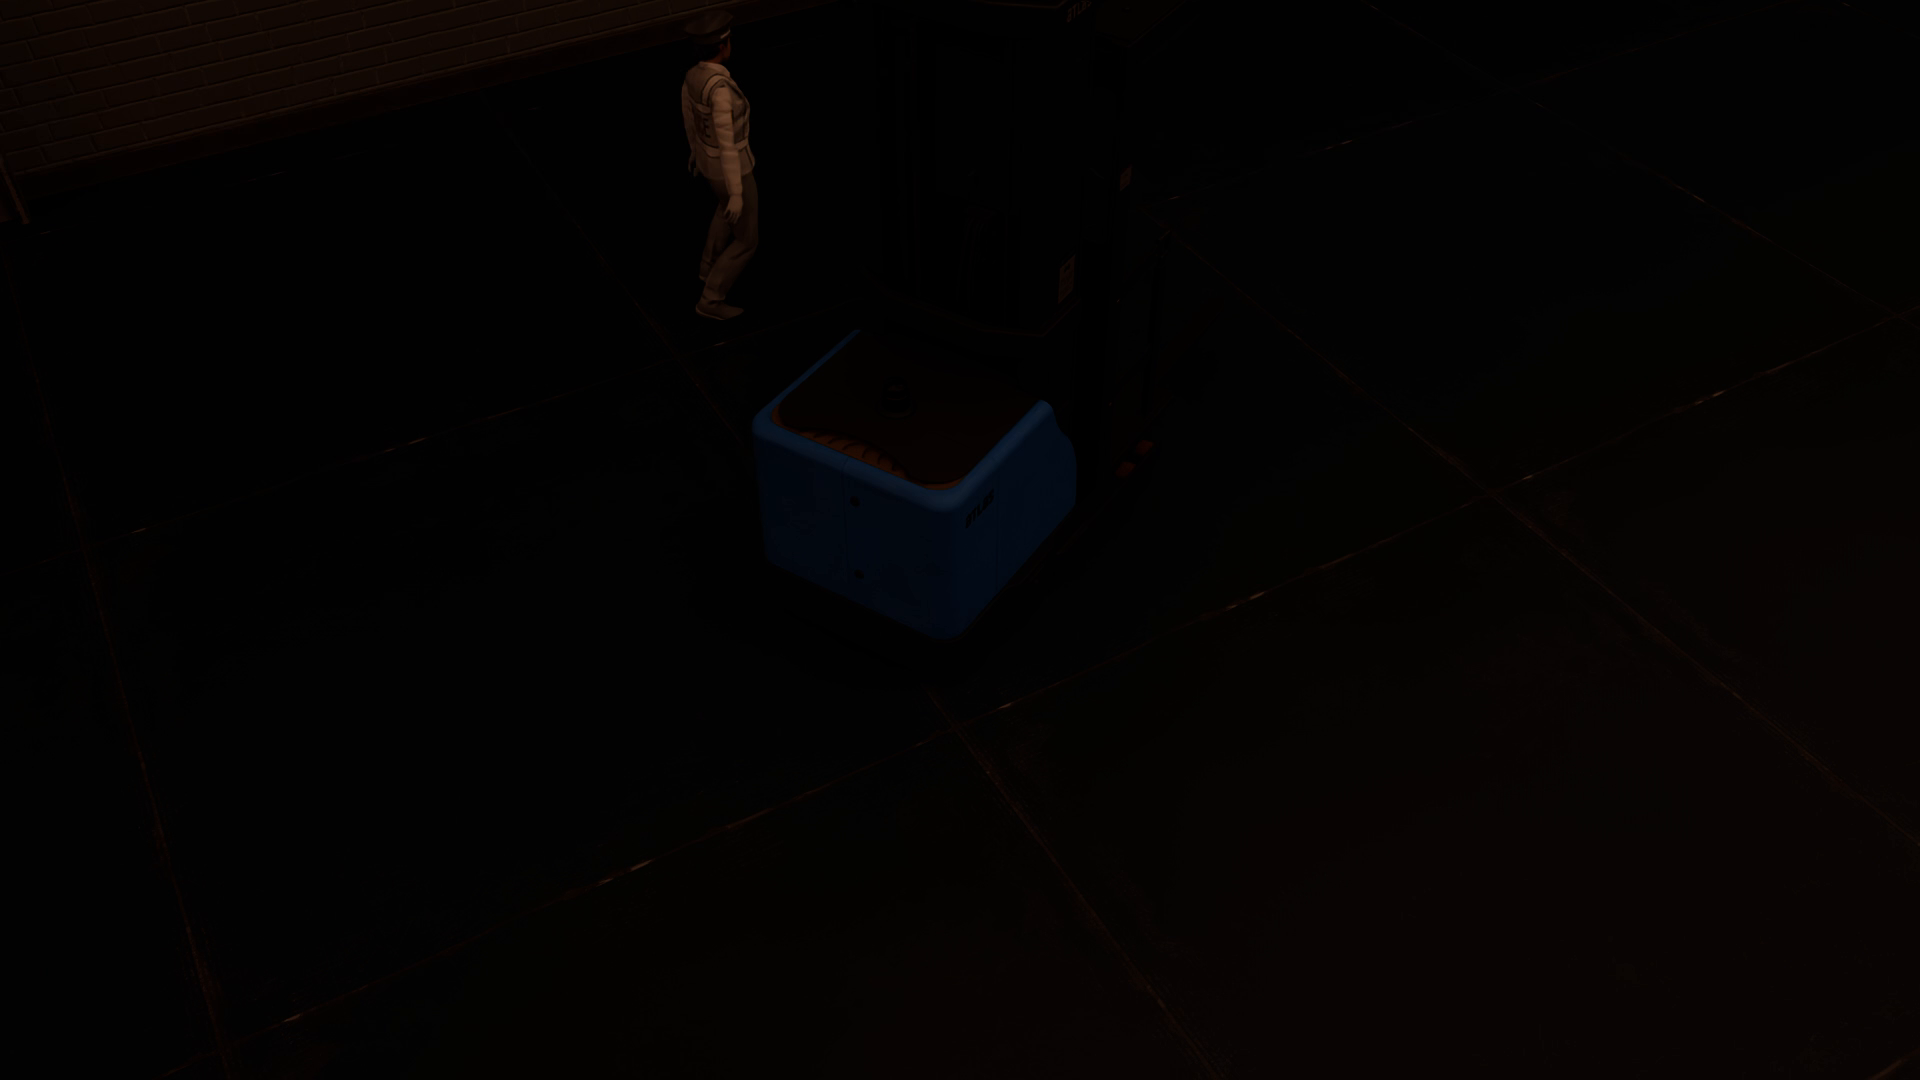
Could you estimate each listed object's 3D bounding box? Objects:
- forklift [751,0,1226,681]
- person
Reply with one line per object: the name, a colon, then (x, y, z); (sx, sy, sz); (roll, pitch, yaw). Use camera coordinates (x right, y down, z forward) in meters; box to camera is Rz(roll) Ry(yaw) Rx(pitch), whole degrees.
forklift: (0.335, -1.450, 7.262); (1.130, 2.935, 3.031); (23, 48, 23)
person: (-1.297, -1.927, 8.792); (0.461, 1.637, 0.795); (-18, 46, -18)
